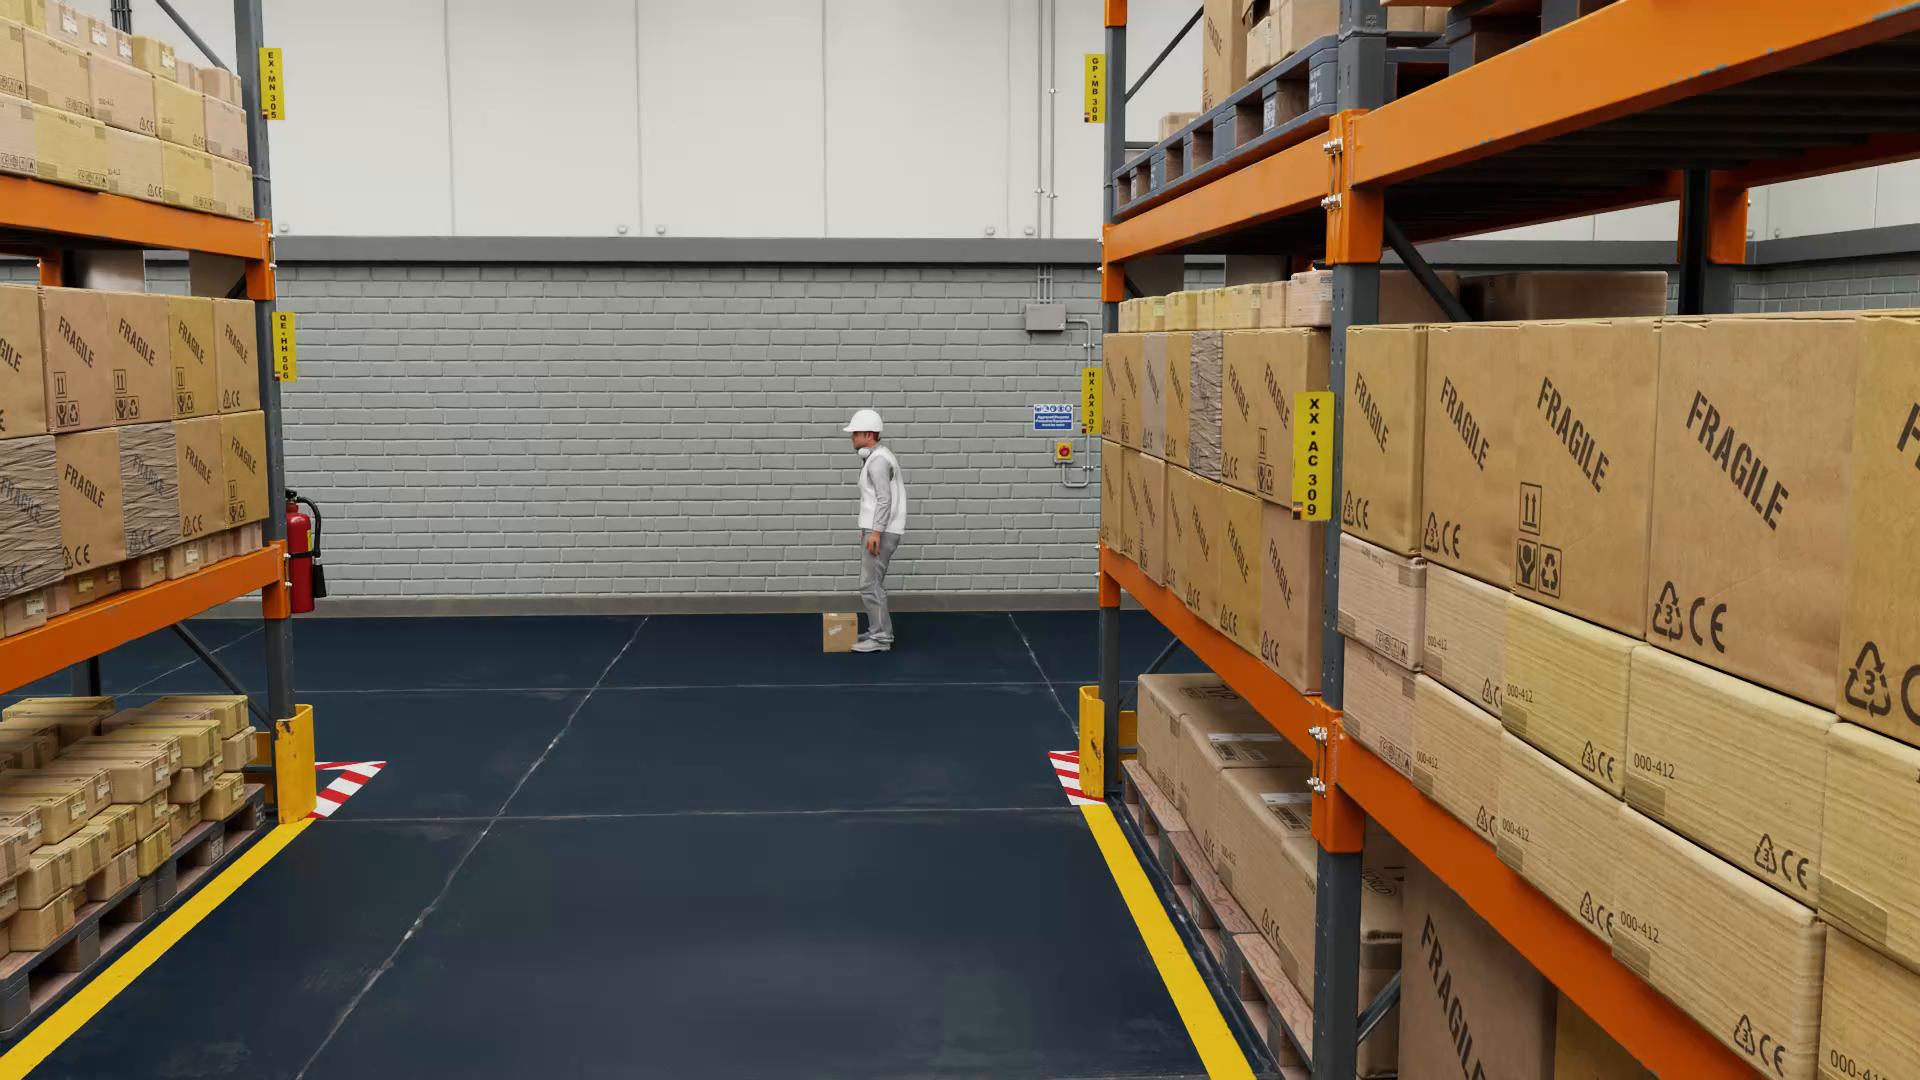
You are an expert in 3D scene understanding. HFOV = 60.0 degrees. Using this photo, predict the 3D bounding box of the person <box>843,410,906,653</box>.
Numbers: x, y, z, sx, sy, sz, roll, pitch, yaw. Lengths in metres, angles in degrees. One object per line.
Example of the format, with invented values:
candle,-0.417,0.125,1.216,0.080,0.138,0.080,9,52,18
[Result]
person,-0.626,-0.073,12.244,0.462,1.771,0.594,-1,7,-7
